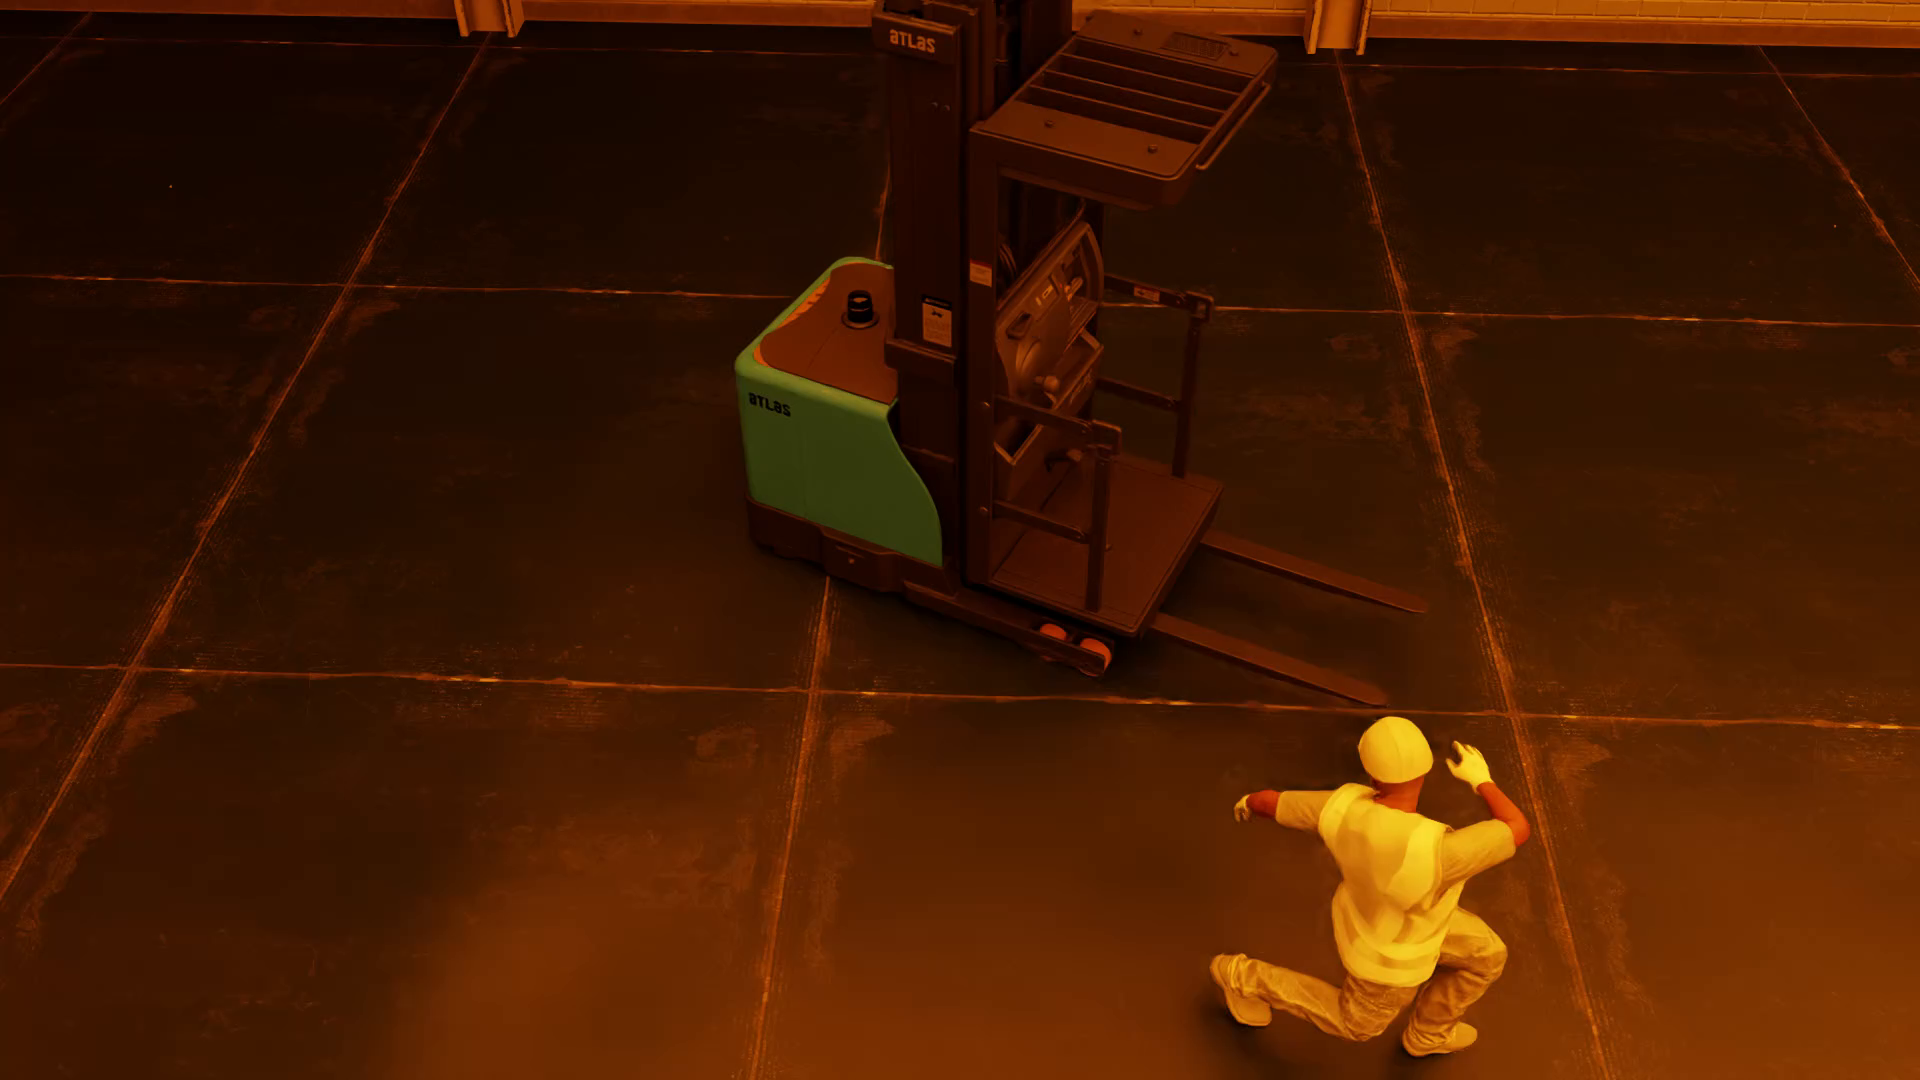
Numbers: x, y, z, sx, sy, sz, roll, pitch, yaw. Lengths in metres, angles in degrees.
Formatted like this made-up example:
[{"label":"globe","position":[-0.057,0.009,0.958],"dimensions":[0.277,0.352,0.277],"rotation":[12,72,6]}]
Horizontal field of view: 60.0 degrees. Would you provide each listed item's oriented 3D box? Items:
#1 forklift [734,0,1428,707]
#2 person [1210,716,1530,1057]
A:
[{"label":"forklift","position":[0.552,-0.901,6.729],"dimensions":[3.031,2.935,1.130],"rotation":[19,46,20]},{"label":"person","position":[1.377,1.132,5.594],"dimensions":[0.969,1.535,0.781],"rotation":[0,42,0]}]
